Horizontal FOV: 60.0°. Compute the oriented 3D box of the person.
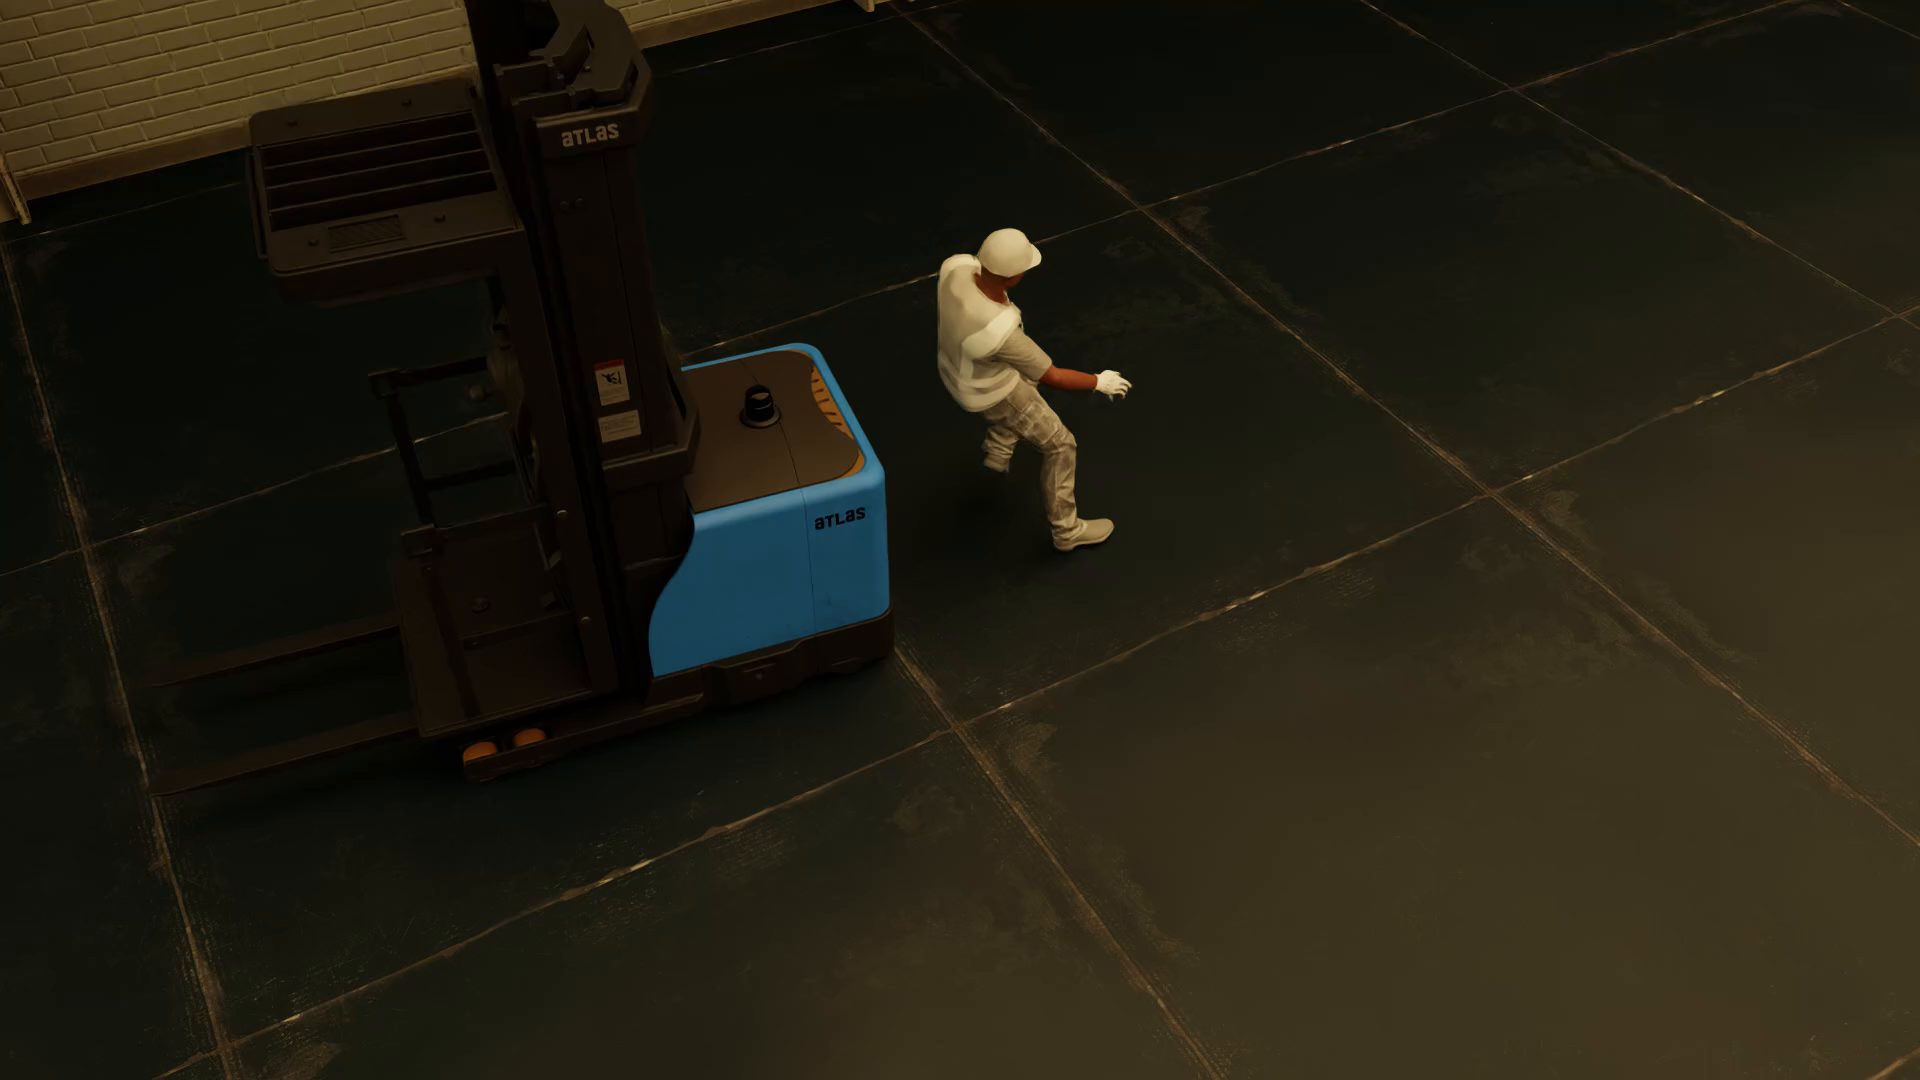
[{"bbox_3d":[0.305,-0.757,7.488,0.748,1.617,0.826,-18,46,-18],"label":"person"}]

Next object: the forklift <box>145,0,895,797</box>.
[{"bbox_3d":[-1.856,-0.499,6.236,3.031,2.935,1.130,-15,45,-15],"label":"forklift"}]
